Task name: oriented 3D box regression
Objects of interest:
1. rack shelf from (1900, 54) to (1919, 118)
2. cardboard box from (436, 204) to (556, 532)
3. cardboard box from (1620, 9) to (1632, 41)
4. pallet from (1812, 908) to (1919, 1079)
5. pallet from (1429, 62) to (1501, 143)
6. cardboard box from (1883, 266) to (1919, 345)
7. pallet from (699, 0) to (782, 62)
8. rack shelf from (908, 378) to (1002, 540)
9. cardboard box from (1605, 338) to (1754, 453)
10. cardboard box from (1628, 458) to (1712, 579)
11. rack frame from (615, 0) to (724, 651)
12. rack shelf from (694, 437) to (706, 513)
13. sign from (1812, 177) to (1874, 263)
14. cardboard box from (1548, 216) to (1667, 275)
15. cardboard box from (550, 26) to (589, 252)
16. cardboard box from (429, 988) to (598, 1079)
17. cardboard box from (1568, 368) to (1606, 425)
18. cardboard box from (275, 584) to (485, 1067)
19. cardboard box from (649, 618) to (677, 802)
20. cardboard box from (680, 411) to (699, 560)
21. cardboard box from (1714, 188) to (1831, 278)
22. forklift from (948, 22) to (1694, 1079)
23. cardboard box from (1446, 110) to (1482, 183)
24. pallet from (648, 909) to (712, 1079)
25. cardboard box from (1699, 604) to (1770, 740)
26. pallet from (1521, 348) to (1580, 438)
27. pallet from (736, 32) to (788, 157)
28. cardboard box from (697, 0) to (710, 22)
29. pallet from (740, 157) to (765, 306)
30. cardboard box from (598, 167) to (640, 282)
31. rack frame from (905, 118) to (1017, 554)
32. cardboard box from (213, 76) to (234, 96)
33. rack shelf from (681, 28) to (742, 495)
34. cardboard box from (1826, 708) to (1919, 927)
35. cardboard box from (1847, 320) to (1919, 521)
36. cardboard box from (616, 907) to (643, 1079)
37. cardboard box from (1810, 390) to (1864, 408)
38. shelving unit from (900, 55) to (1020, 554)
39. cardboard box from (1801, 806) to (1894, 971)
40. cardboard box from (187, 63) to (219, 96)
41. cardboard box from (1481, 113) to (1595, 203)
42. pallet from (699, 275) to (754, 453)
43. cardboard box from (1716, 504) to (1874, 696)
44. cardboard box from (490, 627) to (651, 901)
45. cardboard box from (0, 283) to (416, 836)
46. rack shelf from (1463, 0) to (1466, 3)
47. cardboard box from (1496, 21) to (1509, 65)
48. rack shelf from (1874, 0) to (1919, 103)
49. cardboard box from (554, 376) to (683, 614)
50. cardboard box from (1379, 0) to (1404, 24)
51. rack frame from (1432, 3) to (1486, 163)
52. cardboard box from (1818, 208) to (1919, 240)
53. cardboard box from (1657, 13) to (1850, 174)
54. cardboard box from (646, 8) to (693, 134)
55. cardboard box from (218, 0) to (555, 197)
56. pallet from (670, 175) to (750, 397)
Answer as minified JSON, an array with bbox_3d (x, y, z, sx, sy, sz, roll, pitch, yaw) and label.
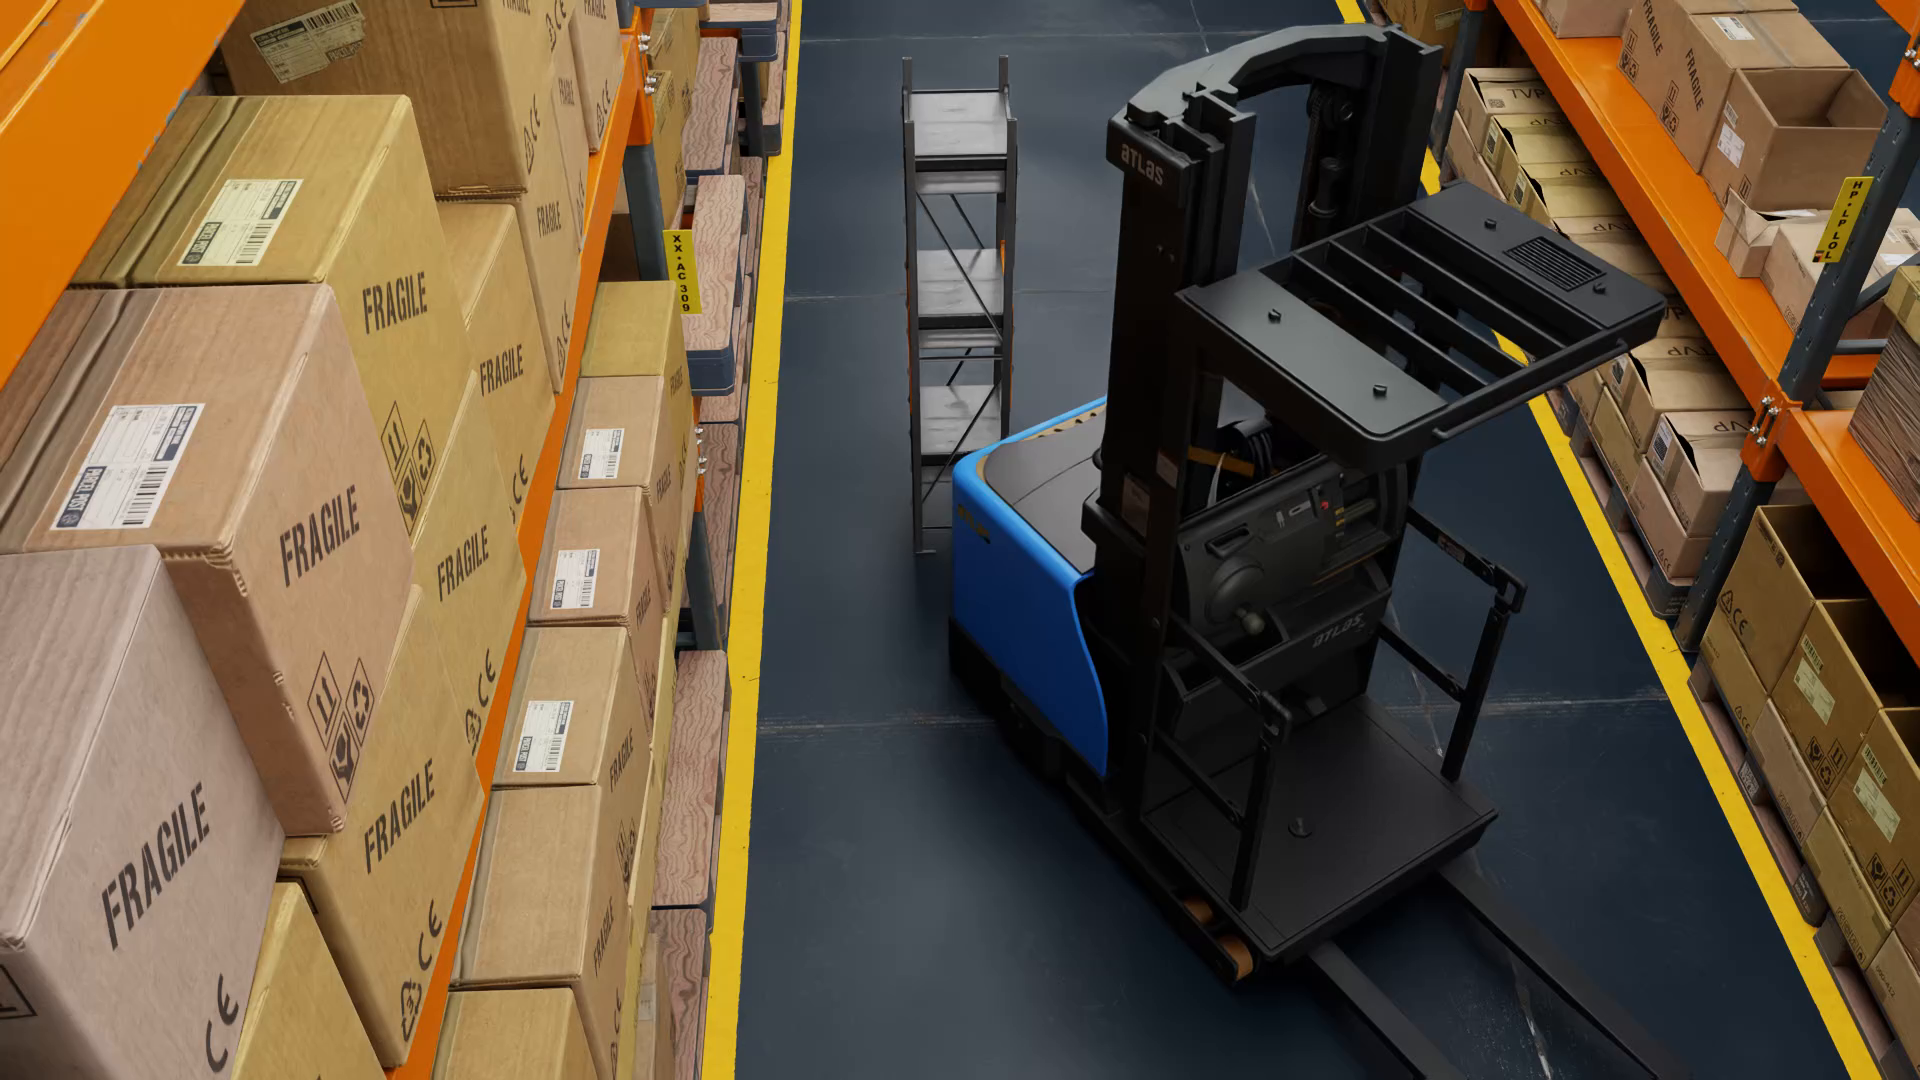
[{"bbox_3d":[3.571,-0.180,3.688,1.077,0.370,4.000,-2,43,-2],"label":"rack shelf"},{"bbox_3d":[-1.115,-0.302,3.201,0.500,0.500,0.500,1,43,1],"label":"cardboard box"},{"bbox_3d":[3.426,-2.438,8.025,0.380,0.149,0.250,1,43,1],"label":"cardboard box"},{"bbox_3d":[3.533,1.702,5.386,1.003,0.211,1.213,-2,43,-2],"label":"pallet"},{"bbox_3d":[3.322,-2.867,10.371,1.003,0.211,1.213,-2,43,-2],"label":"pallet"},{"bbox_3d":[3.304,-0.778,5.475,0.380,0.149,0.250,-2,43,-2],"label":"cardboard box"},{"bbox_3d":[-1.496,-2.696,8.263,1.213,0.211,1.003,-2,43,-2],"label":"pallet"},{"bbox_3d":[-0.007,-0.360,7.294,0.431,0.518,0.480,-2,43,-2],"label":"rack shelf"},{"bbox_3d":[3.154,-0.653,7.202,0.500,0.311,0.500,-1,43,-1],"label":"cardboard box"},{"bbox_3d":[3.179,-0.102,7.015,0.500,0.250,0.500,-2,43,-2],"label":"cardboard box"},{"bbox_3d":[-1.463,-0.545,5.774,1.000,3.000,0.127,-2,43,-2],"label":"rack frame"},{"bbox_3d":[-1.378,1.071,4.544,1.077,0.370,4.000,-2,43,-2],"label":"rack shelf"},{"bbox_3d":[2.944,-1.065,5.543,0.100,0.325,0.005,-2,43,-2],"label":"sign"},{"bbox_3d":[3.117,-1.330,7.940,0.500,0.311,0.500,-2,43,-2],"label":"cardboard box"},{"bbox_3d":[-1.186,-1.019,3.983,0.500,0.500,0.500,-5,43,-5],"label":"cardboard box"},{"bbox_3d":[-1.024,1.262,3.344,0.500,0.500,0.500,-2,43,-2],"label":"cardboard box"},{"bbox_3d":[3.137,-0.789,7.765,0.500,0.250,0.500,-1,43,-1],"label":"cardboard box"},{"bbox_3d":[-1.045,0.409,2.425,0.500,0.500,0.500,1,43,1],"label":"cardboard box"},{"bbox_3d":[-1.091,0.490,4.741,0.500,0.250,0.500,-2,43,-2],"label":"cardboard box"},{"bbox_3d":[-1.140,-0.186,5.478,0.500,0.250,0.500,-2,43,-2],"label":"cardboard box"},{"bbox_3d":[3.265,-1.228,6.619,0.396,0.266,0.258,-3,43,-3],"label":"cardboard box"},{"bbox_3d":[1.190,0.067,5.157,1.130,2.935,3.031,-24,48,-24],"label":"forklift"},{"bbox_3d":[3.045,-2.169,9.270,0.500,0.250,0.500,-2,43,-2],"label":"cardboard box"},{"bbox_3d":[-1.344,1.761,5.322,1.003,0.211,1.213,-2,43,-2],"label":"pallet"},{"bbox_3d":[3.203,0.491,6.368,0.500,0.250,0.500,-2,43,-2],"label":"cardboard box"},{"bbox_3d":[3.361,-0.983,8.316,1.003,0.211,1.213,-2,43,-2],"label":"pallet"},{"bbox_3d":[-1.591,-2.751,10.245,1.003,0.211,1.213,-2,43,-2],"label":"pallet"},{"bbox_3d":[-1.552,-2.750,7.781,0.700,0.500,0.500,-5,43,-6],"label":"cardboard box"},{"bbox_3d":[-1.601,-1.689,9.087,1.003,0.211,1.213,-2,43,-2],"label":"pallet"},{"bbox_3d":[-1.451,-1.088,5.967,0.700,0.500,0.500,-2,43,-2],"label":"cardboard box"},{"bbox_3d":[0.003,-0.721,6.632,0.400,2.100,0.015,-2,43,-2],"label":"rack frame"},{"bbox_3d":[-1.632,-0.652,3.583,0.500,0.500,0.500,-2,43,-2],"label":"cardboard box"},{"bbox_3d":[-1.548,-1.630,7.490,1.077,0.370,4.000,-2,43,-2],"label":"rack shelf"},{"bbox_3d":[3.235,0.890,5.378,0.500,0.500,0.500,-2,43,-2],"label":"cardboard box"},{"bbox_3d":[3.511,-0.427,5.571,0.700,0.500,0.500,-3,43,-3],"label":"cardboard box"},{"bbox_3d":[-1.049,1.171,3.999,0.500,0.250,0.500,-2,43,-2],"label":"cardboard box"},{"bbox_3d":[3.701,-0.661,7.210,0.500,0.311,0.500,-2,43,-2],"label":"cardboard box"},{"bbox_3d":[-0.007,-0.886,6.812,0.431,2.100,0.503,-2,43,-2],"label":"shelving unit"},{"bbox_3d":[3.235,1.167,5.631,0.500,0.250,0.500,-2,43,-2],"label":"cardboard box"},{"bbox_3d":[-1.620,-0.688,2.881,0.500,0.500,0.500,-2,43,-2],"label":"cardboard box"},{"bbox_3d":[3.076,-2.021,8.694,0.500,0.311,0.500,-3,43,-3],"label":"cardboard box"},{"bbox_3d":[-1.552,-0.868,8.190,1.003,0.211,1.213,-2,43,-2],"label":"pallet"},{"bbox_3d":[3.193,0.215,6.114,0.500,0.500,0.500,-2,43,-2],"label":"cardboard box"},{"bbox_3d":[-1.074,0.565,4.104,0.500,0.500,0.500,0,43,0],"label":"cardboard box"},{"bbox_3d":[-1.038,0.030,2.098,0.500,0.500,0.500,-2,43,-2],"label":"cardboard box"},{"bbox_3d":[3.231,-4.475,10.594,1.077,0.370,4.000,-2,43,-2],"label":"rack shelf"},{"bbox_3d":[3.554,-3.299,10.303,0.500,0.500,0.500,-3,43,-3],"label":"cardboard box"},{"bbox_3d":[3.401,-2.880,6.634,1.077,0.370,4.000,-2,43,-2],"label":"rack shelf"},{"bbox_3d":[-1.107,-0.126,4.859,0.500,0.500,0.500,-2,43,-2],"label":"cardboard box"},{"bbox_3d":[3.020,-3.604,10.636,0.500,0.500,0.500,-3,43,-3],"label":"cardboard box"},{"bbox_3d":[3.316,-3.390,8.878,1.000,3.000,0.127,-2,43,-2],"label":"rack frame"},{"bbox_3d":[3.653,-1.201,6.676,0.380,0.149,0.250,-2,43,-2],"label":"cardboard box"},{"bbox_3d":[3.426,-1.939,7.221,0.500,0.500,0.500,-2,43,-2],"label":"cardboard box"},{"bbox_3d":[-1.526,-1.909,6.863,0.700,0.500,0.500,4,43,4],"label":"cardboard box"},{"bbox_3d":[-1.105,-1.011,3.234,0.500,0.500,0.500,-3,43,-3],"label":"cardboard box"},{"bbox_3d":[-1.350,-0.994,6.406,1.003,0.211,1.213,-2,43,-2],"label":"pallet"}]
